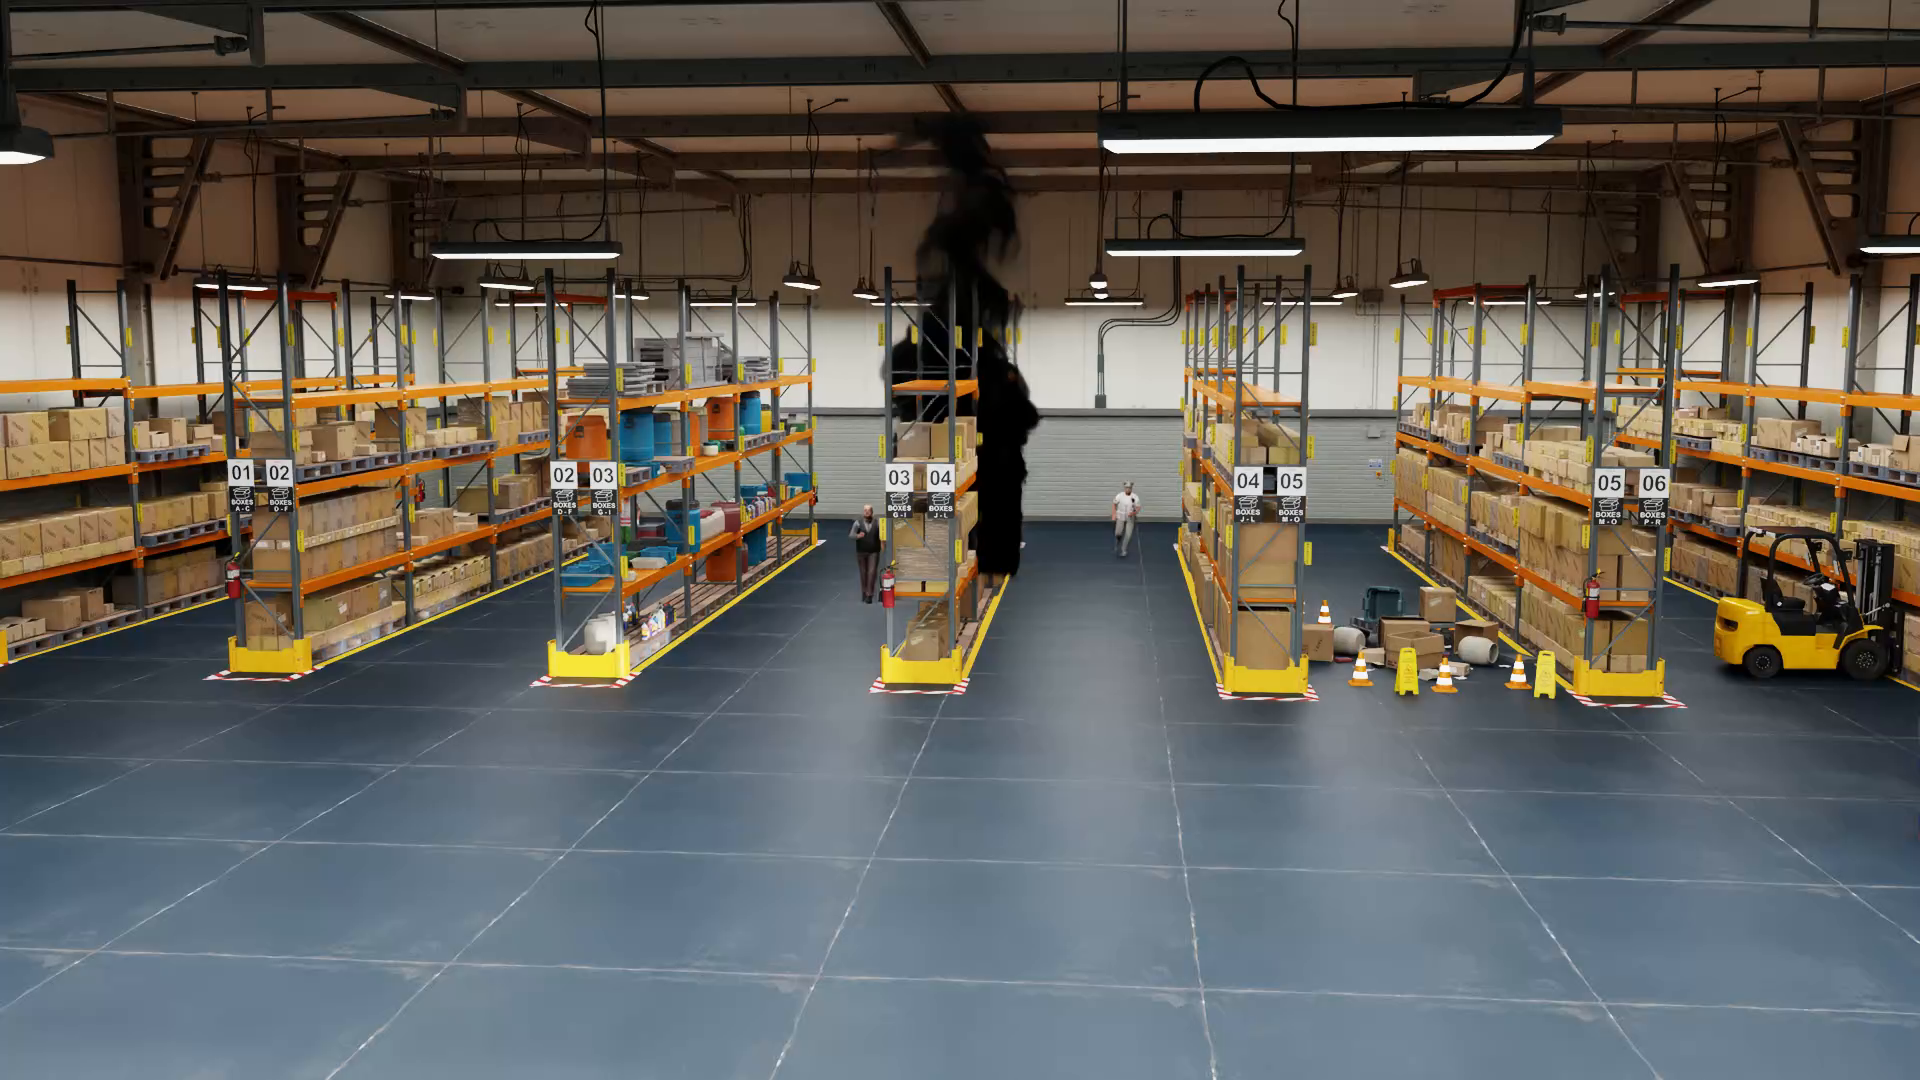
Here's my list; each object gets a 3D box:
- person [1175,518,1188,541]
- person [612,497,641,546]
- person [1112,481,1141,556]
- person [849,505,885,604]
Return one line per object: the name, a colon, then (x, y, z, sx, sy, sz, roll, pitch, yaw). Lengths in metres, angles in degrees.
person: (5.699, -0.732, 40.721, 0.855, 1.561, 0.583, 1, 7, 6)
person: (-7.343, -0.299, 36.400, 0.612, 1.753, 0.639, 0, 7, -1)
person: (3.817, -0.488, 38.228, 0.652, 1.731, 0.601, 1, 7, 7)
person: (-1.633, 0.267, 29.497, 0.664, 1.776, 0.891, 0, 7, 0)
